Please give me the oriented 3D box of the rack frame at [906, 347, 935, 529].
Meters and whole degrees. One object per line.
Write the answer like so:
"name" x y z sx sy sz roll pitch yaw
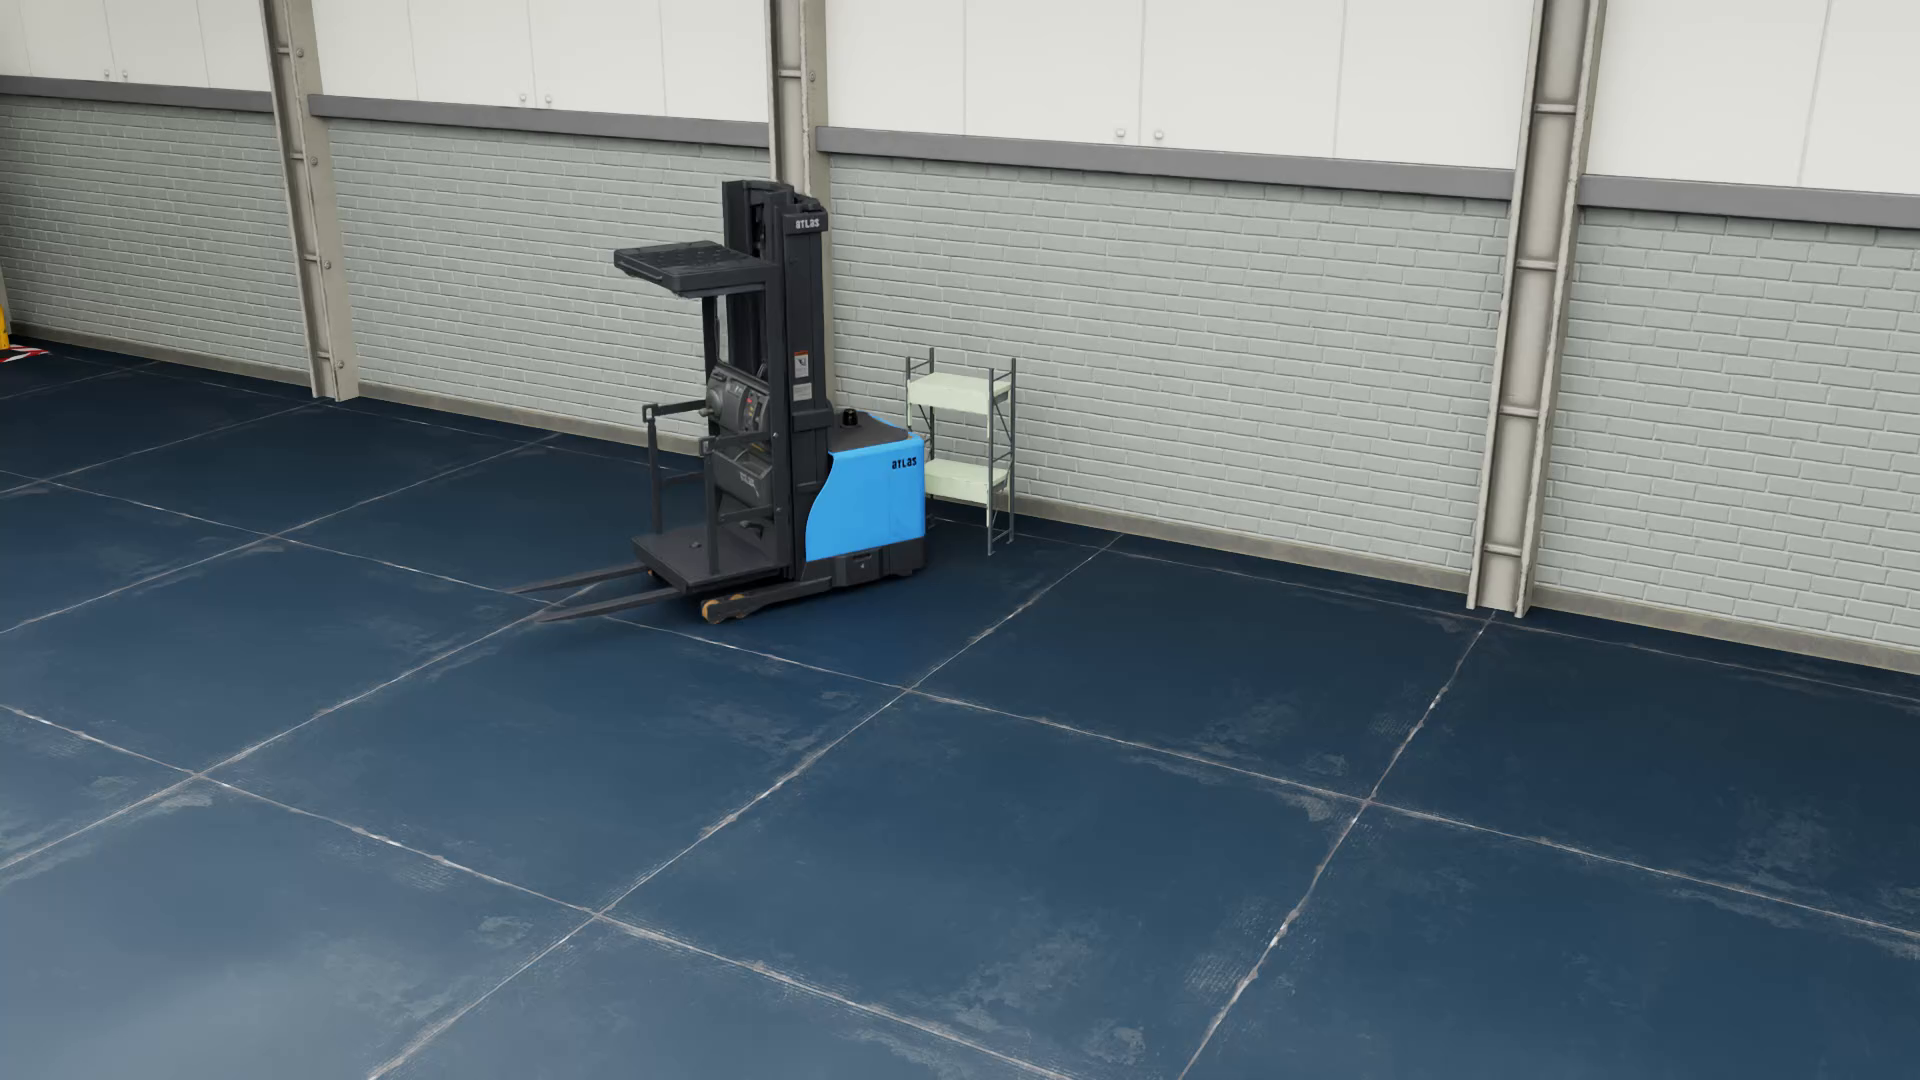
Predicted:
"rack frame" -0.314 -0.765 13.274 0.023 1.500 0.400 11 23 27

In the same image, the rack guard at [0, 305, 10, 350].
"rack guard" -11.621 -2.363 19.147 0.348 0.500 1.175 11 23 27

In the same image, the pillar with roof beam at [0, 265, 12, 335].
"pillar with roof beam" -13.910 -5.465 15.234 0.400 9.000 9.100 11 23 27

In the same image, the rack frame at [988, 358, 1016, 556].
"rack frame" 0.325 -0.643 12.939 0.023 1.500 0.400 11 23 27

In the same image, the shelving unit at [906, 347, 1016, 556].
"shelving unit" 0.006 -0.704 13.106 0.755 1.500 0.431 11 23 27

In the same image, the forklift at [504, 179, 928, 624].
"forklift" -1.764 -0.992 11.801 3.031 2.935 1.130 -12 23 -31

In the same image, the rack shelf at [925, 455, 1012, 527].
"rack shelf" 0.006 -0.397 13.217 0.720 0.370 0.431 11 23 27

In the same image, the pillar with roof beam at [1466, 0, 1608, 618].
"pillar with roof beam" 1.804 -2.471 6.982 0.400 9.000 9.100 11 23 27

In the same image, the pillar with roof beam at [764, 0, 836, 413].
"pillar with roof beam" -3.434 -3.469 9.733 0.400 9.000 9.100 11 23 27

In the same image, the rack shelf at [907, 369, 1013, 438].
"rack shelf" 0.006 -1.071 12.973 0.720 0.370 0.431 11 23 27

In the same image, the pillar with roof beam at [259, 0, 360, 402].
"pillar with roof beam" -8.672 -4.467 12.483 0.400 9.000 9.100 11 23 27
